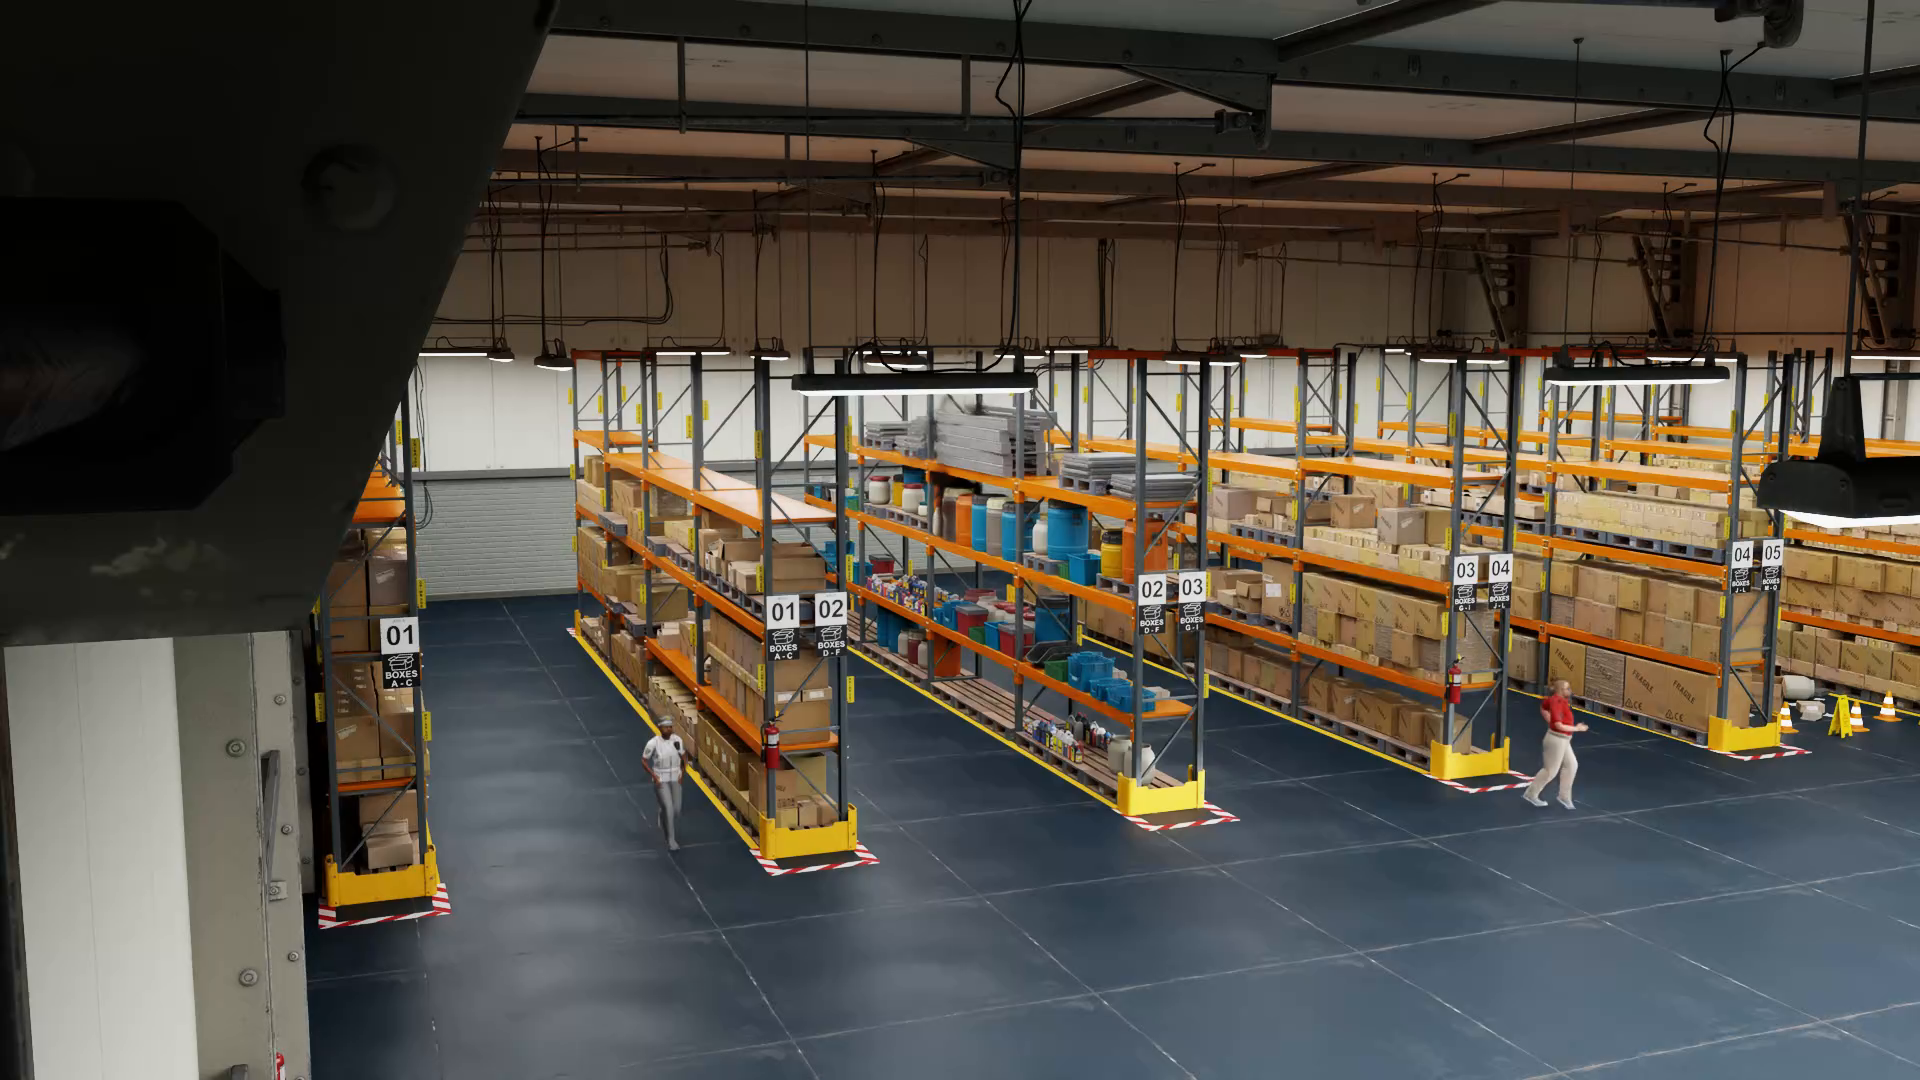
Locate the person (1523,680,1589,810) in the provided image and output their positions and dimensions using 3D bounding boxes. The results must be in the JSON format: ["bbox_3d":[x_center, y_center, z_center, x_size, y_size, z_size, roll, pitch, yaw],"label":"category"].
[{"bbox_3d":[7.943,2.752,22.149,0.780,1.818,0.679,3,8,23],"label":"person"}]

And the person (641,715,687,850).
[{"bbox_3d":[-3.672,2.963,20.633,0.579,1.670,0.645,-4,8,-32],"label":"person"}]
